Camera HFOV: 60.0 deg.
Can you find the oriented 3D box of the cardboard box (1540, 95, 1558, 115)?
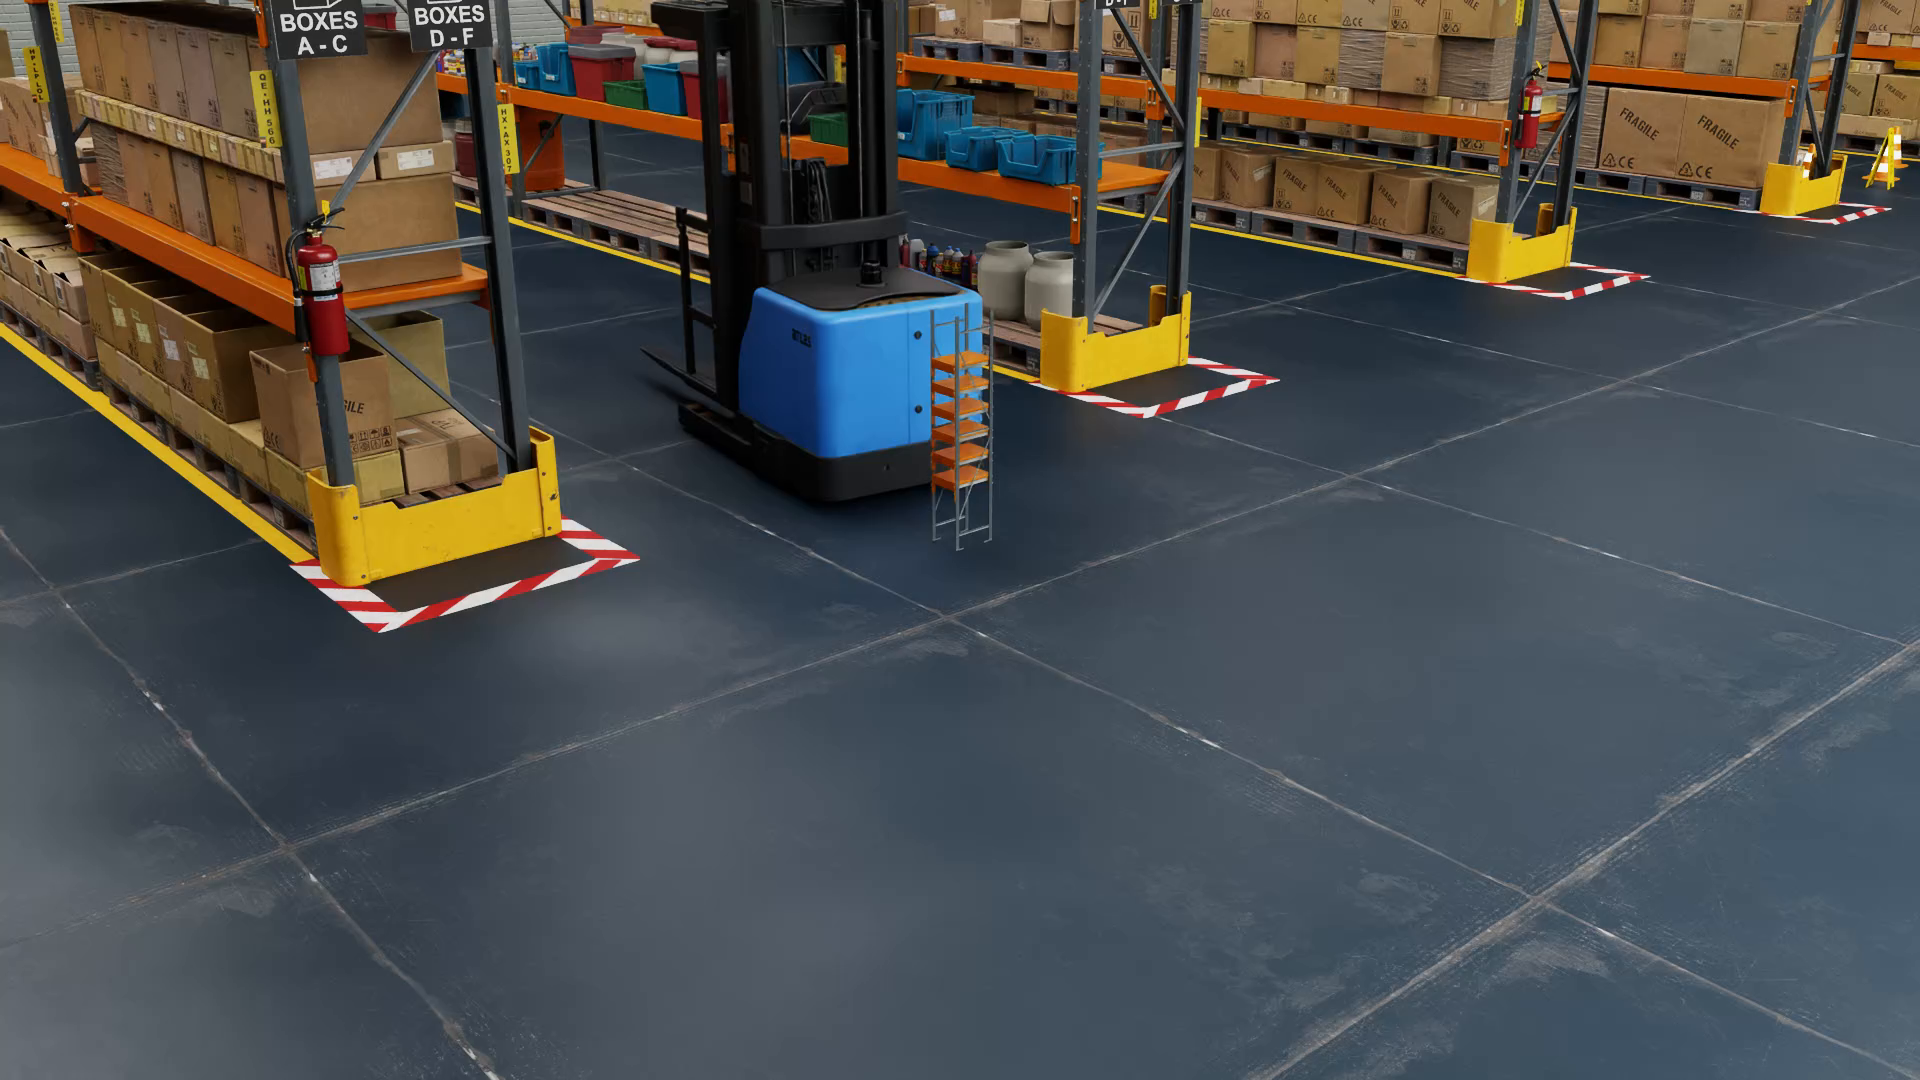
[{"bbox_3d":[4.898,-3.732,14.243,0.380,0.149,0.250,-17,27,-37],"label":"cardboard box"}]

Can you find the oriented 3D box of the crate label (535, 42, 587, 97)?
[{"bbox_3d":[-3.627,-4.422,15.612,0.502,0.435,0.616,-17,27,-37],"label":"crate label"}]

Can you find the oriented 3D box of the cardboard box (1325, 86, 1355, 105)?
[{"bbox_3d":[3.503,-4.015,14.967,0.380,0.149,0.250,-17,27,-37],"label":"cardboard box"}]

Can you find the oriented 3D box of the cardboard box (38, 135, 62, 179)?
[{"bbox_3d":[-5.928,-2.598,11.188,0.396,0.266,0.258,-18,28,-39],"label":"cardboard box"}]

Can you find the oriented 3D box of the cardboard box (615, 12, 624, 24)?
[{"bbox_3d":[-4.717,-7.485,23.827,0.380,0.149,0.250,-18,28,-38],"label":"cardboard box"}]

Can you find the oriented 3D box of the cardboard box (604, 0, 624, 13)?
[{"bbox_3d":[-4.762,-7.724,23.889,0.500,0.250,0.500,-19,28,-39],"label":"cardboard box"}]

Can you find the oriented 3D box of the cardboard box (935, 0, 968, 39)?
[{"bbox_3d":[0.064,-6.026,19.043,0.500,0.500,0.500,18,28,39],"label":"cardboard box"}]

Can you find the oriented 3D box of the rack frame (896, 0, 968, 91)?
[{"bbox_3d":[-0.318,-5.923,19.494,1.000,3.000,0.127,-17,27,-37],"label":"rack frame"}]

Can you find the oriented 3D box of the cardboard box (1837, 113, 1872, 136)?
[{"bbox_3d":[11.348,-5.292,21.076,0.500,0.250,0.500,-17,27,-37],"label":"cardboard box"}]

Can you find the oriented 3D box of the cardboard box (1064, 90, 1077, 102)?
[{"bbox_3d":[1.874,-6.658,24.223,0.500,0.500,0.500,-17,27,-37],"label":"cardboard box"}]

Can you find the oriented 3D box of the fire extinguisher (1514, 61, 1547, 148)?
[{"bbox_3d":[4.629,-3.536,13.504,0.296,0.674,0.183,-17,27,-37],"label":"fire extinguisher"}]

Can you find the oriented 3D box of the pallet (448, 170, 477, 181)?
[{"bbox_3d":[-5.409,-3.991,18.384,1.003,0.211,1.213,-17,27,-37],"label":"pallet"}]

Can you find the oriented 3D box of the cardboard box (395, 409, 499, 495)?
[{"bbox_3d":[-2.785,-0.472,8.771,0.500,0.250,0.500,-17,27,-37],"label":"cardboard box"}]

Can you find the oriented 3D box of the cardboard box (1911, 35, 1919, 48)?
[{"bbox_3d":[11.756,-6.051,20.165,0.380,0.149,0.250,-18,28,-38],"label":"cardboard box"}]

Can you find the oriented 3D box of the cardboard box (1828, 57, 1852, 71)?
[{"bbox_3d":[11.068,-6.027,21.035,0.380,0.149,0.250,-16,27,-35],"label":"cardboard box"}]

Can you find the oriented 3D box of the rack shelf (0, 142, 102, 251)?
[{"bbox_3d":[-6.520,-2.679,12.196,1.077,0.370,4.000,-17,27,-37],"label":"rack shelf"}]

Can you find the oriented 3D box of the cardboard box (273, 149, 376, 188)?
[{"bbox_3d":[-2.997,-1.765,7.850,0.380,0.149,0.250,-18,28,-38],"label":"cardboard box"}]

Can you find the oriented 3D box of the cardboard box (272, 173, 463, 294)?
[{"bbox_3d":[-2.899,-1.534,8.152,0.700,0.500,0.500,-17,27,-37],"label":"cardboard box"}]

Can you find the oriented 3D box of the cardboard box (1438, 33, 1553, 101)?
[{"bbox_3d":[4.565,-4.057,14.183,0.875,0.500,0.500,-17,27,-37],"label":"cardboard box"}]

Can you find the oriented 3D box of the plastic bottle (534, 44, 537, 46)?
[{"bbox_3d":[-4.463,-5.062,17.456,0.061,0.283,0.133,-17,27,-37],"label":"plastic bottle"}]

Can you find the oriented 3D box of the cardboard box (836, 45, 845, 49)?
[{"bbox_3d":[-1.149,-6.186,20.029,0.500,0.500,0.500,-18,28,-38],"label":"cardboard box"}]

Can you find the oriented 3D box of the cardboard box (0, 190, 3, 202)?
[{"bbox_3d":[-8.252,-2.944,14.712,0.500,0.500,0.500,-19,28,-39],"label":"cardboard box"}]

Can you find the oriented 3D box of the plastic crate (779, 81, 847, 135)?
[{"bbox_3d":[-1.214,-3.435,13.227,0.767,0.338,0.504,-17,27,-37],"label":"plastic crate"}]

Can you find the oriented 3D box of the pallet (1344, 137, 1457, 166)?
[{"bbox_3d":[5.555,-4.868,20.623,1.003,0.211,1.213,-17,27,-37],"label":"pallet"}]

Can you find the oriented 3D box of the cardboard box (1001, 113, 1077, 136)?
[{"bbox_3d":[0.881,-4.479,18.630,0.700,0.500,0.500,-15,26,-33],"label":"cardboard box"}]

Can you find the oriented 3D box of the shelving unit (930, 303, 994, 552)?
[{"bbox_3d":[0.009,-0.555,8.255,0.258,1.200,0.189,-17,27,-37],"label":"shelving unit"}]

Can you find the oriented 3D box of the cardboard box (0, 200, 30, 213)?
[{"bbox_3d":[-7.706,-2.528,13.251,0.500,0.311,0.500,-16,27,-36],"label":"cardboard box"}]

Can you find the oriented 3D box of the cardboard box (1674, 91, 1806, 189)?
[{"bbox_3d":[8.234,-4.244,17.544,0.875,0.875,0.875,-17,27,-37],"label":"cardboard box"}]

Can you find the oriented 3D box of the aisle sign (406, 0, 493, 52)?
[{"bbox_3d":[-2.329,-2.621,7.499,0.394,0.787,0.004,-17,27,-37],"label":"aisle sign"}]

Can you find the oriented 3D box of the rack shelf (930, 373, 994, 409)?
[{"bbox_3d":[0.009,-0.737,8.184,0.258,0.103,0.180,-17,27,-37],"label":"rack shelf"}]

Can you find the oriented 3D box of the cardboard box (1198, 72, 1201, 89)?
[{"bbox_3d":[2.358,-4.498,16.200,0.380,0.149,0.250,-17,27,-37],"label":"cardboard box"}]

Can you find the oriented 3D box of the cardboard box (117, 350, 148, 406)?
[{"bbox_3d":[-4.819,-1.037,10.212,0.500,0.250,0.500,-17,27,-37],"label":"cardboard box"}]

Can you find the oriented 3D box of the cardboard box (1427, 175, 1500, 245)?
[{"bbox_3d":[4.509,-2.921,14.681,0.500,0.500,0.500,-12,24,-28],"label":"cardboard box"}]

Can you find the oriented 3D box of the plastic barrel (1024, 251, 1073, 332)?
[{"bbox_3d":[0.664,-1.735,11.636,0.421,0.512,0.421,0,21,0],"label":"plastic barrel"}]

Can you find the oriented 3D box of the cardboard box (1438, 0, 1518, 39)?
[{"bbox_3d":[4.357,-4.457,13.834,0.500,0.500,0.500,-17,27,-37],"label":"cardboard box"}]

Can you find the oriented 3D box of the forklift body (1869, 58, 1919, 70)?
[{"bbox_3d":[13.549,-6.949,23.278,2.313,2.155,1.214,-17,27,-37],"label":"forklift body"}]

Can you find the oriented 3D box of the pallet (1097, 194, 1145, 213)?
[{"bbox_3d":[1.783,-3.735,17.730,1.003,0.211,1.213,-17,27,-37],"label":"pallet"}]

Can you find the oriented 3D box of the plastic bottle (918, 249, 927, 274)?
[{"bbox_3d":[-0.284,-2.218,13.266,0.097,0.201,0.097,0,21,0],"label":"plastic bottle"}]

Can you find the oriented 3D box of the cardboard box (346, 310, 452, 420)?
[{"bbox_3d":[-3.113,-0.959,8.986,0.500,0.500,0.500,-17,27,-37],"label":"cardboard box"}]

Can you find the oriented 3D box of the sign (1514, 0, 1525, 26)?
[{"bbox_3d":[4.470,-4.273,13.259,0.100,0.325,0.005,-17,27,-37],"label":"sign"}]

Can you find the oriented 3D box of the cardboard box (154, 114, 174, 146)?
[{"bbox_3d":[-4.172,-2.262,9.120,0.380,0.149,0.250,-18,28,-38],"label":"cardboard box"}]

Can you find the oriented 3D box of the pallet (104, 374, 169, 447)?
[{"bbox_3d":[-4.727,-0.933,10.577,1.003,0.211,1.213,-17,27,-37],"label":"pallet"}]

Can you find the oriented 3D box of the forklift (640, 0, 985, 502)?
[{"bbox_3d":[-1.068,-2.055,9.711,1.130,2.935,3.031,-13,25,-30],"label":"forklift"}]

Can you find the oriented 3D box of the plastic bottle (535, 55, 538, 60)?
[{"bbox_3d":[-4.223,-4.847,16.916,0.152,0.276,0.135,-17,27,-37],"label":"plastic bottle"}]

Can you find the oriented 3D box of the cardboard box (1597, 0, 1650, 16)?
[{"bbox_3d":[7.378,-5.983,17.960,0.875,0.550,0.500,-17,27,-37],"label":"cardboard box"}]

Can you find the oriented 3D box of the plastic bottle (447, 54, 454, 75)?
[{"bbox_3d":[-5.251,-4.923,17.214,0.097,0.201,0.097,0,21,0],"label":"plastic bottle"}]

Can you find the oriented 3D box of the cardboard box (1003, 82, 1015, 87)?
[{"bbox_3d":[0.900,-7.227,26.155,0.380,0.149,0.250,-19,28,-40],"label":"cardboard box"}]

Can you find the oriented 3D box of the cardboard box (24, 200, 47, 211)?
[{"bbox_3d":[-7.297,-2.656,13.579,0.500,0.311,0.500,-17,27,-36],"label":"cardboard box"}]

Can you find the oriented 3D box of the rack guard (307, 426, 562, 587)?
[{"bbox_3d":[-2.588,-0.185,8.272,1.175,0.500,0.348,-17,27,-37],"label":"rack guard"}]

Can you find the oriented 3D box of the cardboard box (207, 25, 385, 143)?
[{"bbox_3d":[-3.281,-2.297,8.320,0.700,0.500,0.500,-18,28,-39],"label":"cardboard box"}]

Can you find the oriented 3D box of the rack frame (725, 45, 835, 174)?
[{"bbox_3d":[-1.460,-3.639,13.662,1.000,3.000,0.127,-17,27,-37],"label":"rack frame"}]

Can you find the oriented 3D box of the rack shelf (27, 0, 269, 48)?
[{"bbox_3d":[-3.909,-2.970,8.828,1.077,0.370,4.000,-17,27,-37],"label":"rack shelf"}]

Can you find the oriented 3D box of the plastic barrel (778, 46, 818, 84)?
[{"bbox_3d":[-1.482,-4.051,14.028,0.600,0.901,0.708,-17,27,-37],"label":"plastic barrel"}]
